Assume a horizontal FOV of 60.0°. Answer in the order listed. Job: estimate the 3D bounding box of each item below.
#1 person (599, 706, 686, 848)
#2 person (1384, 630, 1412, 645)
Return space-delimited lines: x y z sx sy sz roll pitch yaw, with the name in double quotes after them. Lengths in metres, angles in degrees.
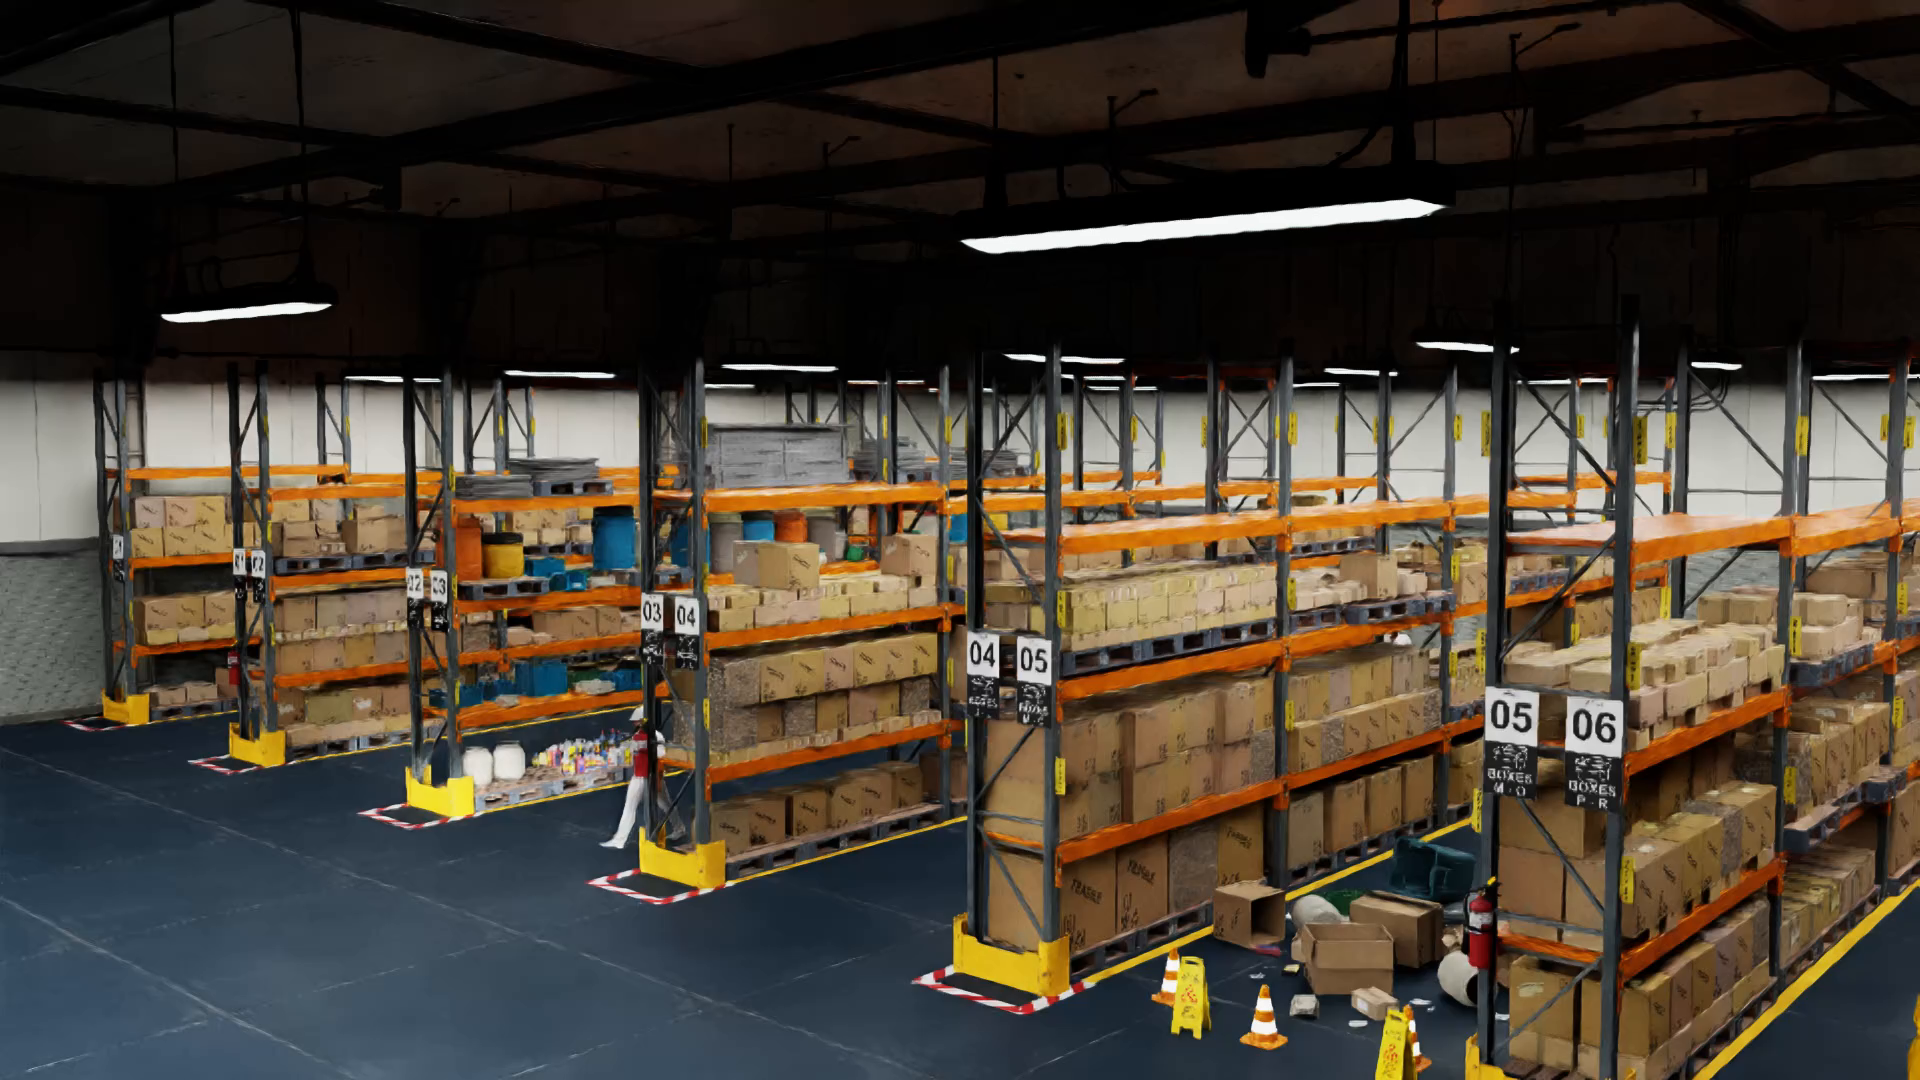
-3.774 2.836 19.973 0.577 1.687 1.116 4 6 40 "person"
7.431 2.208 28.417 0.598 1.698 1.194 4 6 43 "person"
